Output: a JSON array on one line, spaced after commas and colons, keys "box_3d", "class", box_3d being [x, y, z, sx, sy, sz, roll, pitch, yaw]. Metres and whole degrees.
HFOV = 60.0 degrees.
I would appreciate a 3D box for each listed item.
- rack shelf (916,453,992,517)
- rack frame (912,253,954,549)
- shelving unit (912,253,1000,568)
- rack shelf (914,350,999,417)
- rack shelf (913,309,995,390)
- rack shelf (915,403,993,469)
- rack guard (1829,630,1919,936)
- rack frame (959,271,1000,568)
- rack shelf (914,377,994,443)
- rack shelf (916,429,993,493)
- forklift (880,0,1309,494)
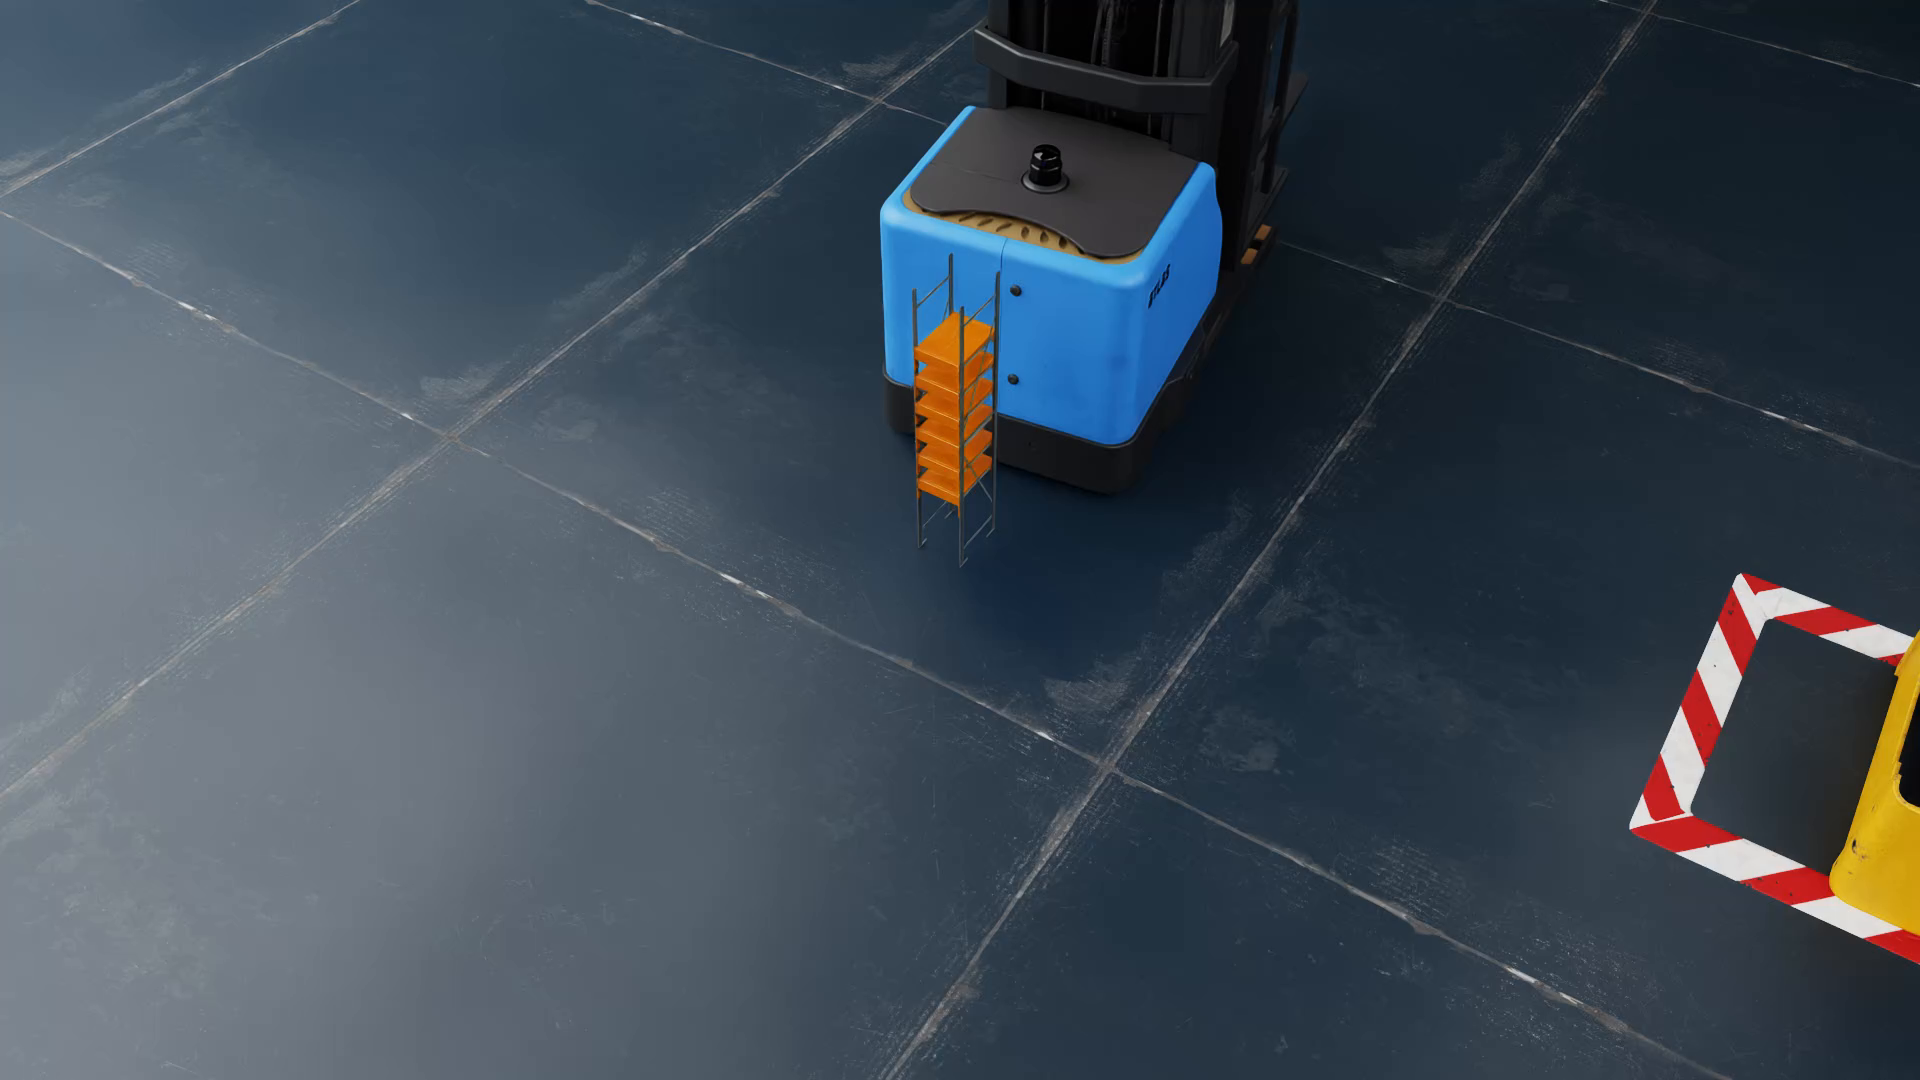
[{"box_3d": [-0.012, -0.226, 6.029, 0.180, 0.103, 0.258, 25, 51, 22], "class": "rack shelf"}, {"box_3d": [-0.089, -0.459, 5.860, 0.006, 1.200, 0.240, 25, 51, 22], "class": "rack frame"}, {"box_3d": [-0.012, -0.424, 5.825, 0.189, 1.200, 0.258, 25, 51, 22], "class": "shelving unit"}, {"box_3d": [-0.012, -0.560, 5.685, 0.180, 0.103, 0.258, 25, 51, 22], "class": "rack shelf"}, {"box_3d": [-0.012, -0.644, 5.599, 0.180, 0.103, 0.258, 25, 51, 22], "class": "rack shelf"}, {"box_3d": [-0.012, -0.393, 5.857, 0.180, 0.103, 0.258, 25, 51, 22], "class": "rack shelf"}, {"box_3d": [3.154, 0.641, 5.279, 0.348, 0.500, 1.175, 25, 51, 22], "class": "rack guard"}, {"box_3d": [0.065, -0.388, 5.791, 0.006, 1.200, 0.240, 25, 51, 22], "class": "rack frame"}, {"box_3d": [-0.012, -0.476, 5.771, 0.180, 0.103, 0.258, 25, 51, 22], "class": "rack shelf"}, {"box_3d": [-0.012, -0.309, 5.943, 0.180, 0.103, 0.258, 25, 51, 22], "class": "rack shelf"}, {"box_3d": [0.771, -2.265, 6.407, 1.130, 2.935, 3.031, 18, 49, 17], "class": "forklift"}]
